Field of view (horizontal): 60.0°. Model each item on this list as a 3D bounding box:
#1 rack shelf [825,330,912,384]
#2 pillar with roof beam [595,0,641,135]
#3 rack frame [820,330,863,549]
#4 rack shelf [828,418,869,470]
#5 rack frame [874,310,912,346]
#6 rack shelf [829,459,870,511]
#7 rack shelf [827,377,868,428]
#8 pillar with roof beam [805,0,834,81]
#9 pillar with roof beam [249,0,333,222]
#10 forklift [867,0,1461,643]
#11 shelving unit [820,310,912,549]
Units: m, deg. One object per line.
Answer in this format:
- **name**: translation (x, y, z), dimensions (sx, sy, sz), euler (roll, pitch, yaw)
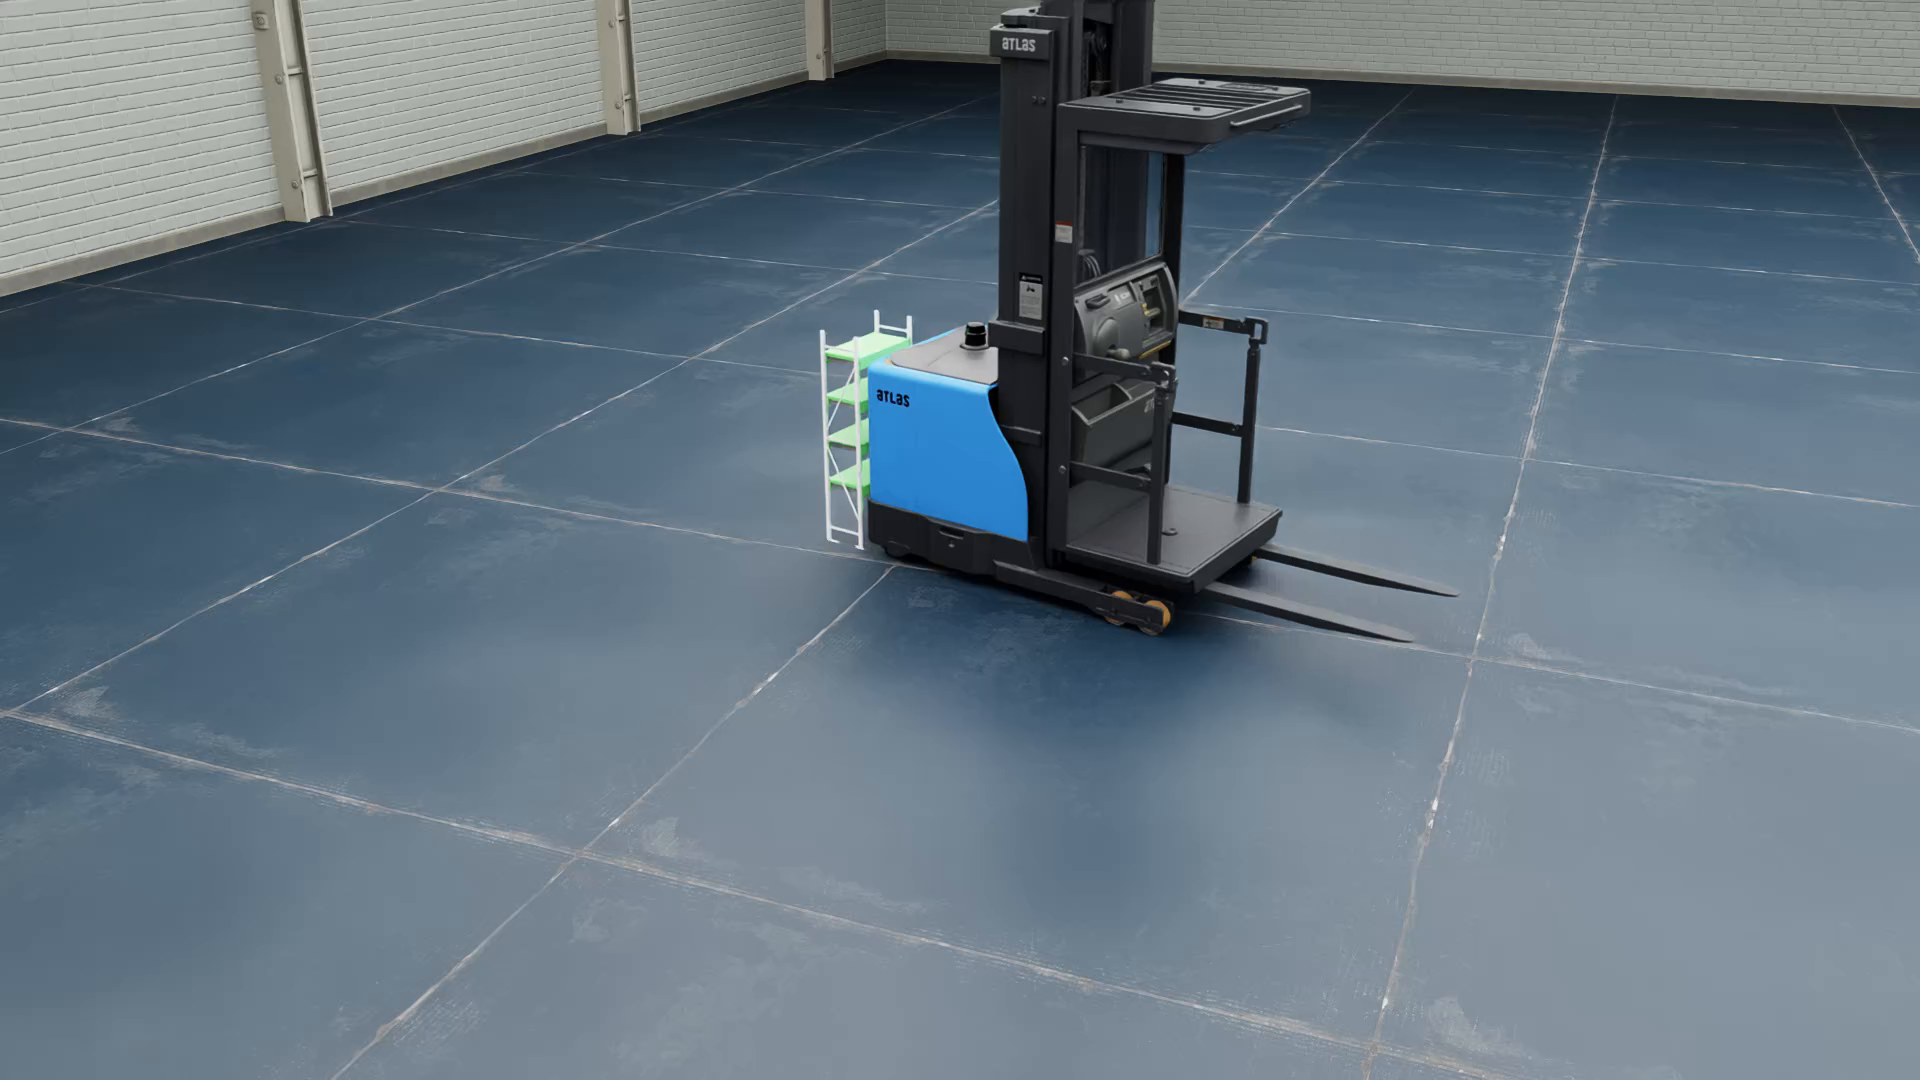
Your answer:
- **rack shelf**: translation (-0.502, -0.992, 8.988), dimensions (0.258, 0.148, 0.480), euler (14, 27, 30)
- **pillar with roof beam**: translation (-0.539, -9.032, 19.197), dimensions (9.100, 9.000, 0.400), euler (9, 24, 20)
- **rack frame**: translation (-0.636, -0.529, 8.960), dimensions (0.240, 1.200, 0.015), euler (14, 27, 30)
- **rack shelf**: translation (-0.502, -0.549, 9.173), dimensions (0.258, 0.148, 0.480), euler (14, 27, 30)
- **rack frame**: translation (-0.368, -0.686, 9.337), dimensions (0.240, 1.200, 0.015), euler (14, 27, 30)
- **rack shelf**: translation (-0.502, -0.327, 9.265), dimensions (0.258, 0.148, 0.480), euler (14, 27, 30)
- **rack shelf**: translation (-0.502, -0.770, 9.080), dimensions (0.258, 0.148, 0.480), euler (14, 27, 30)
- **pillar with roof beam**: translation (1.689, -11.179, 24.337), dimensions (9.100, 9.000, 0.400), euler (9, 24, 20)
- **pillar with roof beam**: translation (-2.768, -6.884, 14.056), dimensions (9.100, 9.000, 0.400), euler (9, 24, 20)
- **forklift**: translation (0.999, -1.121, 8.132), dimensions (3.031, 2.935, 1.130), euler (15, 27, 32)
- **shelving unit**: translation (-0.502, -0.608, 9.148), dimensions (0.258, 1.200, 0.503), euler (14, 27, 30)
